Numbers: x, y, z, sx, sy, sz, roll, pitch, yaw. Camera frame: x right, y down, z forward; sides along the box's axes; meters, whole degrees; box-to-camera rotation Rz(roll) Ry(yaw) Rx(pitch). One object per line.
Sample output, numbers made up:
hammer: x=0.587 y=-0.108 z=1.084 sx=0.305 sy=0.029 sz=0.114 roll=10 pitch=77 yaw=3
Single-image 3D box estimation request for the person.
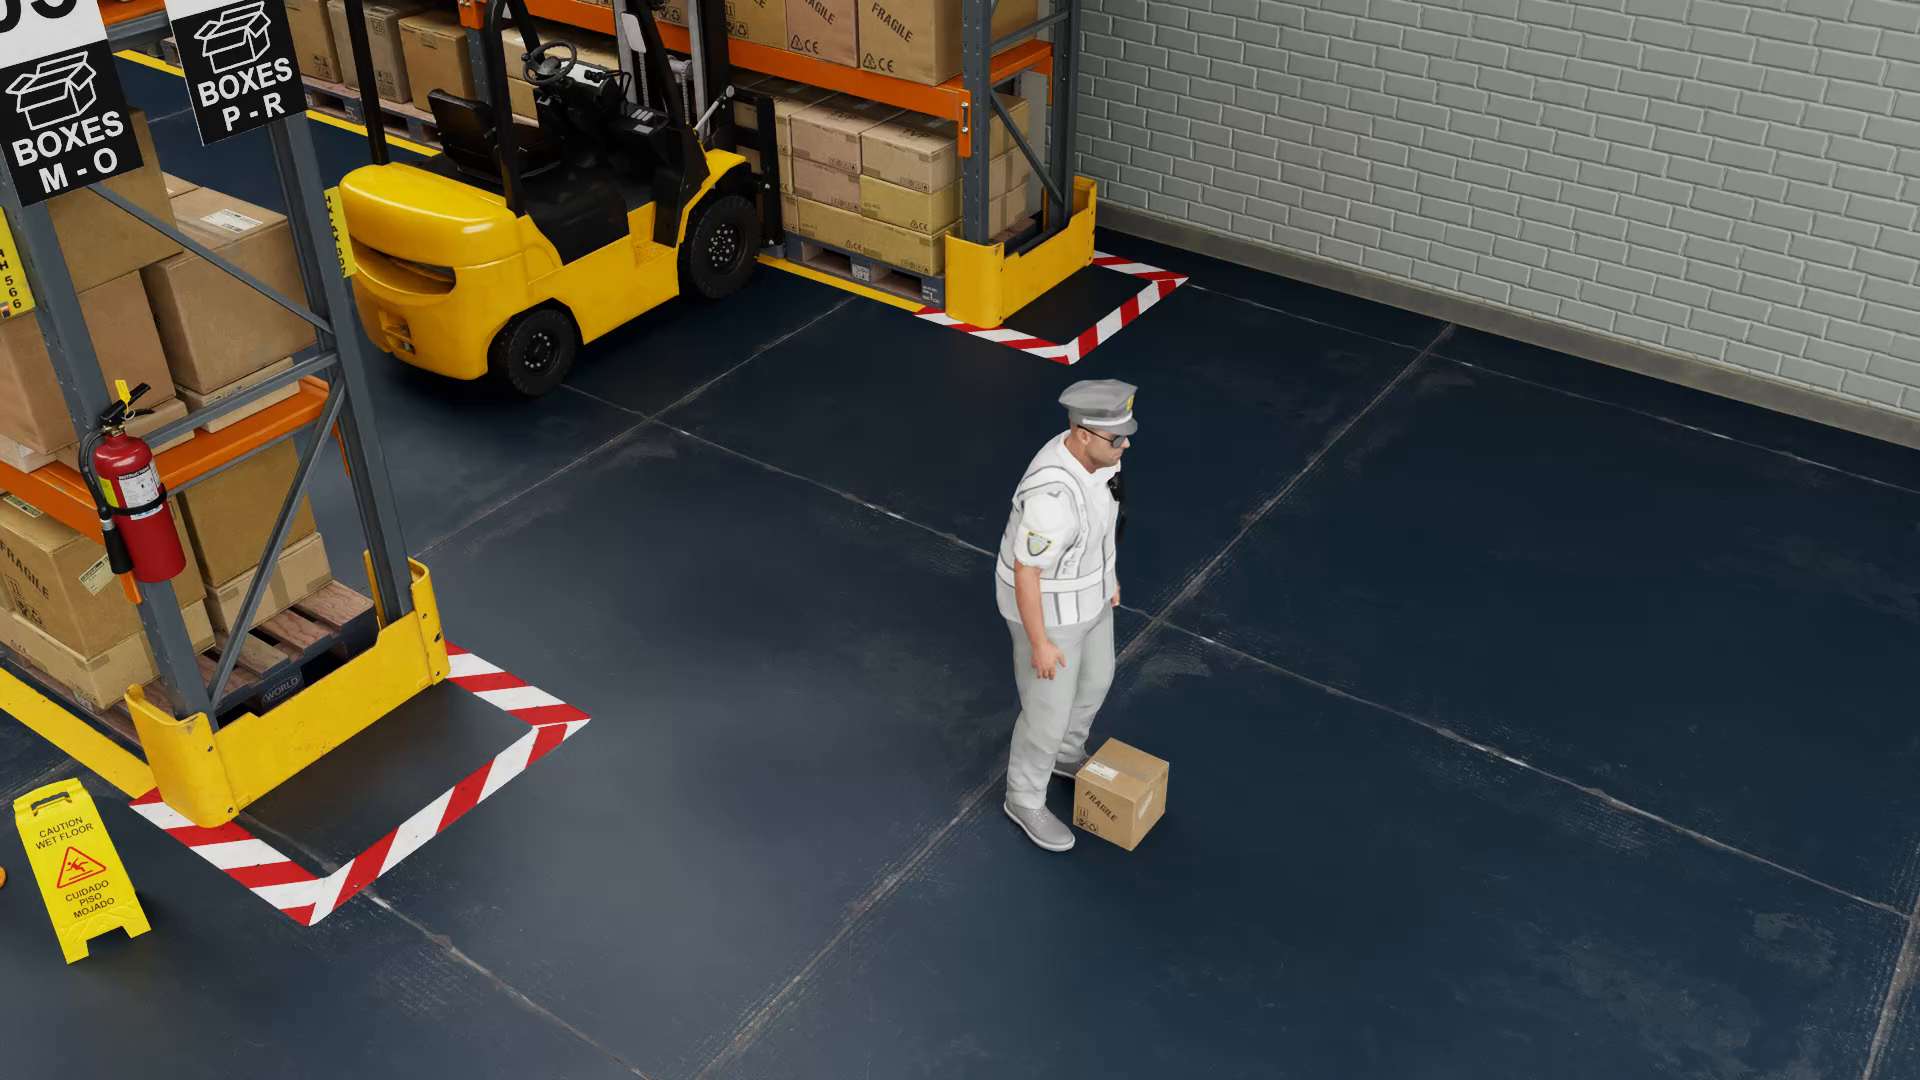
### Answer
person: x=0.363 y=0.222 z=5.809 sx=0.431 sy=1.750 sz=0.606 roll=19 pitch=39 yaw=26
